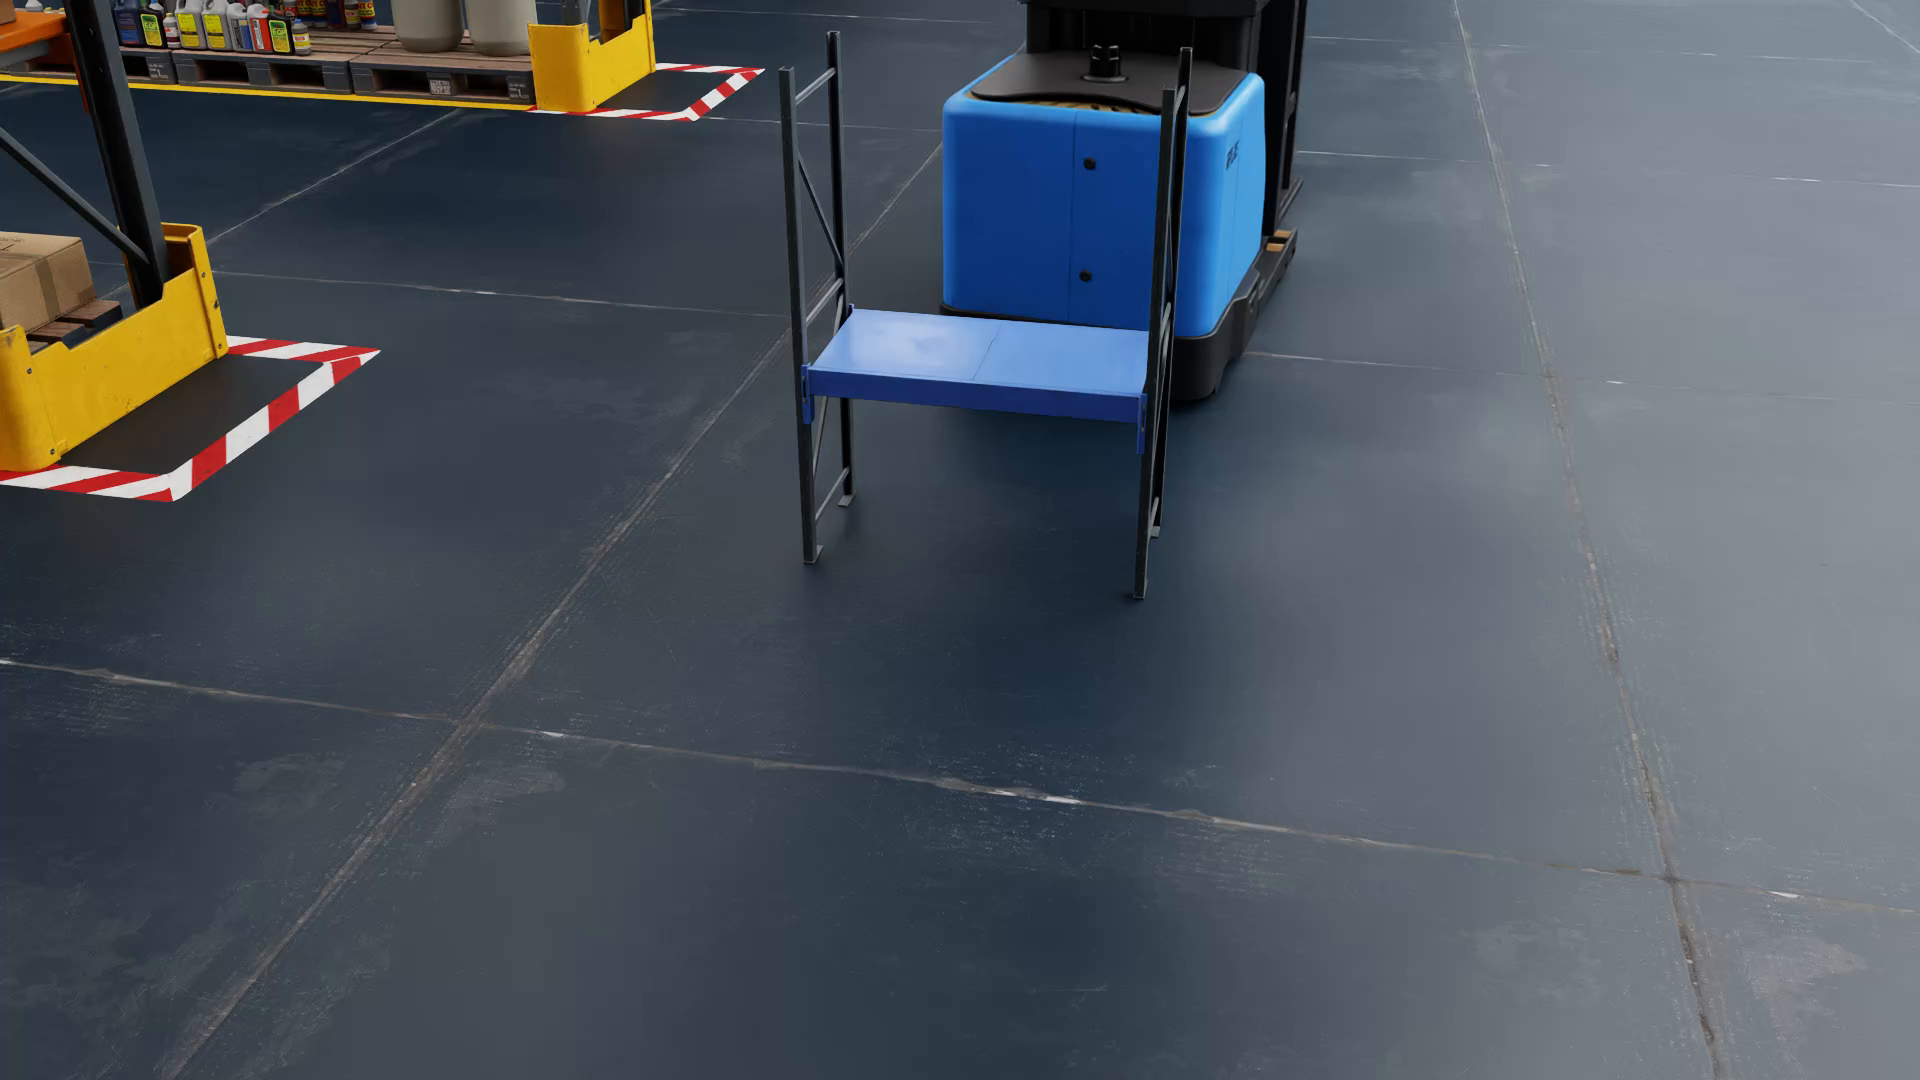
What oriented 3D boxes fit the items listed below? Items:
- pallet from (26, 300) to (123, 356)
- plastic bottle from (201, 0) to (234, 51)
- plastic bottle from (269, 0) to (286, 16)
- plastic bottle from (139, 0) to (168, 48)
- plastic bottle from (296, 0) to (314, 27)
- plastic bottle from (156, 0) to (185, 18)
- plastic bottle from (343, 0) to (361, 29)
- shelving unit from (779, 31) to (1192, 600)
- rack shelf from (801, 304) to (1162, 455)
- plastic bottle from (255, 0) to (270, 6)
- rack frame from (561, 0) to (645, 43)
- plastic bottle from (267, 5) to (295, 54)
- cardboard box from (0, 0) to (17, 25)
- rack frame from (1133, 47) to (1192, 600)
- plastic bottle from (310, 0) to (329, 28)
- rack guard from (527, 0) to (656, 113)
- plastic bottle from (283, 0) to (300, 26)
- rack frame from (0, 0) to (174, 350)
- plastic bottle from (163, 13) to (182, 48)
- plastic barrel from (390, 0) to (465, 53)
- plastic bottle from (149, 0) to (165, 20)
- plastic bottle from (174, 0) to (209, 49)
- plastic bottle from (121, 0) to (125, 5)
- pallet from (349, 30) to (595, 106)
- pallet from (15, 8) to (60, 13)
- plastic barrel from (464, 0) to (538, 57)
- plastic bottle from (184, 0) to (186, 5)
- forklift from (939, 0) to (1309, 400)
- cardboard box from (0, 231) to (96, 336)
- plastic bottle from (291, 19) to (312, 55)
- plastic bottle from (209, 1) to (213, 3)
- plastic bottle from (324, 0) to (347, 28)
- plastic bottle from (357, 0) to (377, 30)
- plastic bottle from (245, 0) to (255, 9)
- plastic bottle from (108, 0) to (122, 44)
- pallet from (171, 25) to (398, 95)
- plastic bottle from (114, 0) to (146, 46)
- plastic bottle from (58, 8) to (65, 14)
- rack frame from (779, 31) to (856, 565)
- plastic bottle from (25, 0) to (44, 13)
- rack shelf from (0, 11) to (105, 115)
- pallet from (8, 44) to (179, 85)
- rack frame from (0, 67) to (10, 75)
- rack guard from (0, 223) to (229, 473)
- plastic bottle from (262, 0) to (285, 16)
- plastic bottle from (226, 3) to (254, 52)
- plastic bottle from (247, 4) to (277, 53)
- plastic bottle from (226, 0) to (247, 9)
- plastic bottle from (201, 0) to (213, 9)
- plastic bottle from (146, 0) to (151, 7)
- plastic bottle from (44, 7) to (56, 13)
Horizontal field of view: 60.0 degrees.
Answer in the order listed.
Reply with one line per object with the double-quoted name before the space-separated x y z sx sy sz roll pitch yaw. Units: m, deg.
"pallet" -3.972 -0.668 6.250 1.213 0.211 1.003 6 29 11
"plastic bottle" -4.604 -3.236 10.337 0.185 0.351 0.144 7 29 13
"plastic bottle" -4.516 -3.549 10.992 0.097 0.271 0.097 0 29 0
"plastic bottle" -5.049 -3.231 10.399 0.133 0.283 0.061 7 30 13
"plastic bottle" -4.318 -3.528 10.954 0.097 0.271 0.097 0 29 0
"plastic bottle" -5.217 -3.539 10.968 0.135 0.276 0.152 6 29 11
"plastic bottle" -3.986 -3.464 10.909 0.097 0.201 0.097 0 29 0
"shelving unit" 0.083 -0.649 4.874 1.048 1.500 0.538 6 29 11
"rack shelf" 0.083 -0.492 4.961 1.000 0.185 0.538 6 29 11
"plastic bottle" -4.616 -3.528 11.027 0.097 0.201 0.097 0 29 0
"rack frame" -2.177 -4.160 9.724 0.127 3.000 1.000 6 29 11
"plastic bottle" -4.183 -3.143 10.237 0.133 0.283 0.061 7 29 12
"cardboard box" -3.669 -1.931 5.549 0.500 0.500 0.700 6 29 11
"rack frame" 0.581 -0.598 4.781 0.032 1.500 0.500 6 29 11
"plastic bottle" -4.220 -3.518 10.936 0.097 0.271 0.097 0 29 0
"rack guard" -2.261 -3.049 10.298 0.348 0.500 1.175 6 29 11
"plastic bottle" -4.415 -3.508 10.989 0.097 0.201 0.097 0 29 0
"rack frame" -3.215 -1.834 5.476 0.127 3.000 1.000 6 29 11
"plastic bottle" -4.929 -3.192 10.413 0.097 0.201 0.097 0 29 0
"plastic barrel" -3.327 -3.333 10.368 0.421 0.512 0.421 0 29 0
"plastic bottle" -5.050 -3.265 10.473 0.097 0.271 0.097 0 29 0
"plastic bottle" -4.786 -3.254 10.371 0.185 0.351 0.144 6 29 10
"plastic bottle" -5.356 -3.384 10.607 0.185 0.351 0.144 6 29 11
"pallet" -3.054 -3.006 10.521 1.213 0.211 1.003 6 29 11
"pallet" -6.865 -3.398 11.237 1.213 0.211 1.003 6 29 11
"plastic barrel" -2.836 -3.283 10.276 0.421 0.512 0.421 0 29 0
"plastic bottle" -5.211 -3.643 11.082 0.185 0.351 0.144 4 29 8
"forklift" 0.885 -2.484 6.734 1.130 2.935 3.031 9 30 17
"cardboard box" -3.693 -0.970 6.325 0.500 0.250 0.500 6 29 11
"plastic bottle" -4.064 -3.104 10.251 0.097 0.201 0.097 0 29 0
"plastic bottle" -4.891 -3.531 10.946 0.133 0.283 0.061 6 29 11
"plastic bottle" -4.102 -3.521 10.928 0.133 0.283 0.061 6 29 11
"plastic bottle" -3.885 -3.484 10.873 0.097 0.271 0.097 0 29 0
"plastic bottle" -4.737 -3.560 11.007 0.135 0.276 0.152 6 29 11
"plastic bottle" -5.386 -3.316 10.484 0.185 0.351 0.144 7 29 12
"pallet" -4.244 -3.129 10.746 1.213 0.211 1.003 6 29 11
"plastic bottle" -5.201 -3.297 10.449 0.185 0.351 0.144 5 29 8
"plastic bottle" -5.670 -3.268 10.552 0.097 0.201 0.097 0 29 0
"rack frame" -0.414 -0.700 4.967 0.032 1.500 0.500 6 29 11
"plastic bottle" -5.869 -3.319 10.572 0.097 0.271 0.097 0 29 0
"rack shelf" -5.171 -1.719 6.015 4.000 0.370 1.077 6 29 11
"pallet" -5.441 -3.251 10.968 1.213 0.211 1.003 6 29 11
"rack frame" -6.089 -4.561 10.457 0.127 3.000 1.000 6 29 11
"rack guard" -3.191 -0.735 6.072 0.348 0.500 1.175 6 29 11
"plastic bottle" -4.284 -3.228 10.393 0.133 0.283 0.061 6 29 11
"plastic bottle" -4.441 -3.188 10.328 0.135 0.276 0.152 5 29 9
"plastic bottle" -4.305 -3.174 10.303 0.135 0.276 0.152 6 29 11
"plastic bottle" -4.759 -3.513 10.914 0.133 0.283 0.061 6 29 11
"plastic bottle" -4.779 -3.294 10.521 0.135 0.276 0.152 6 29 11
"plastic bottle" -5.429 -3.595 10.993 0.185 0.351 0.144 6 29 11
"plastic bottle" -5.769 -3.278 10.570 0.097 0.201 0.097 0 29 0
